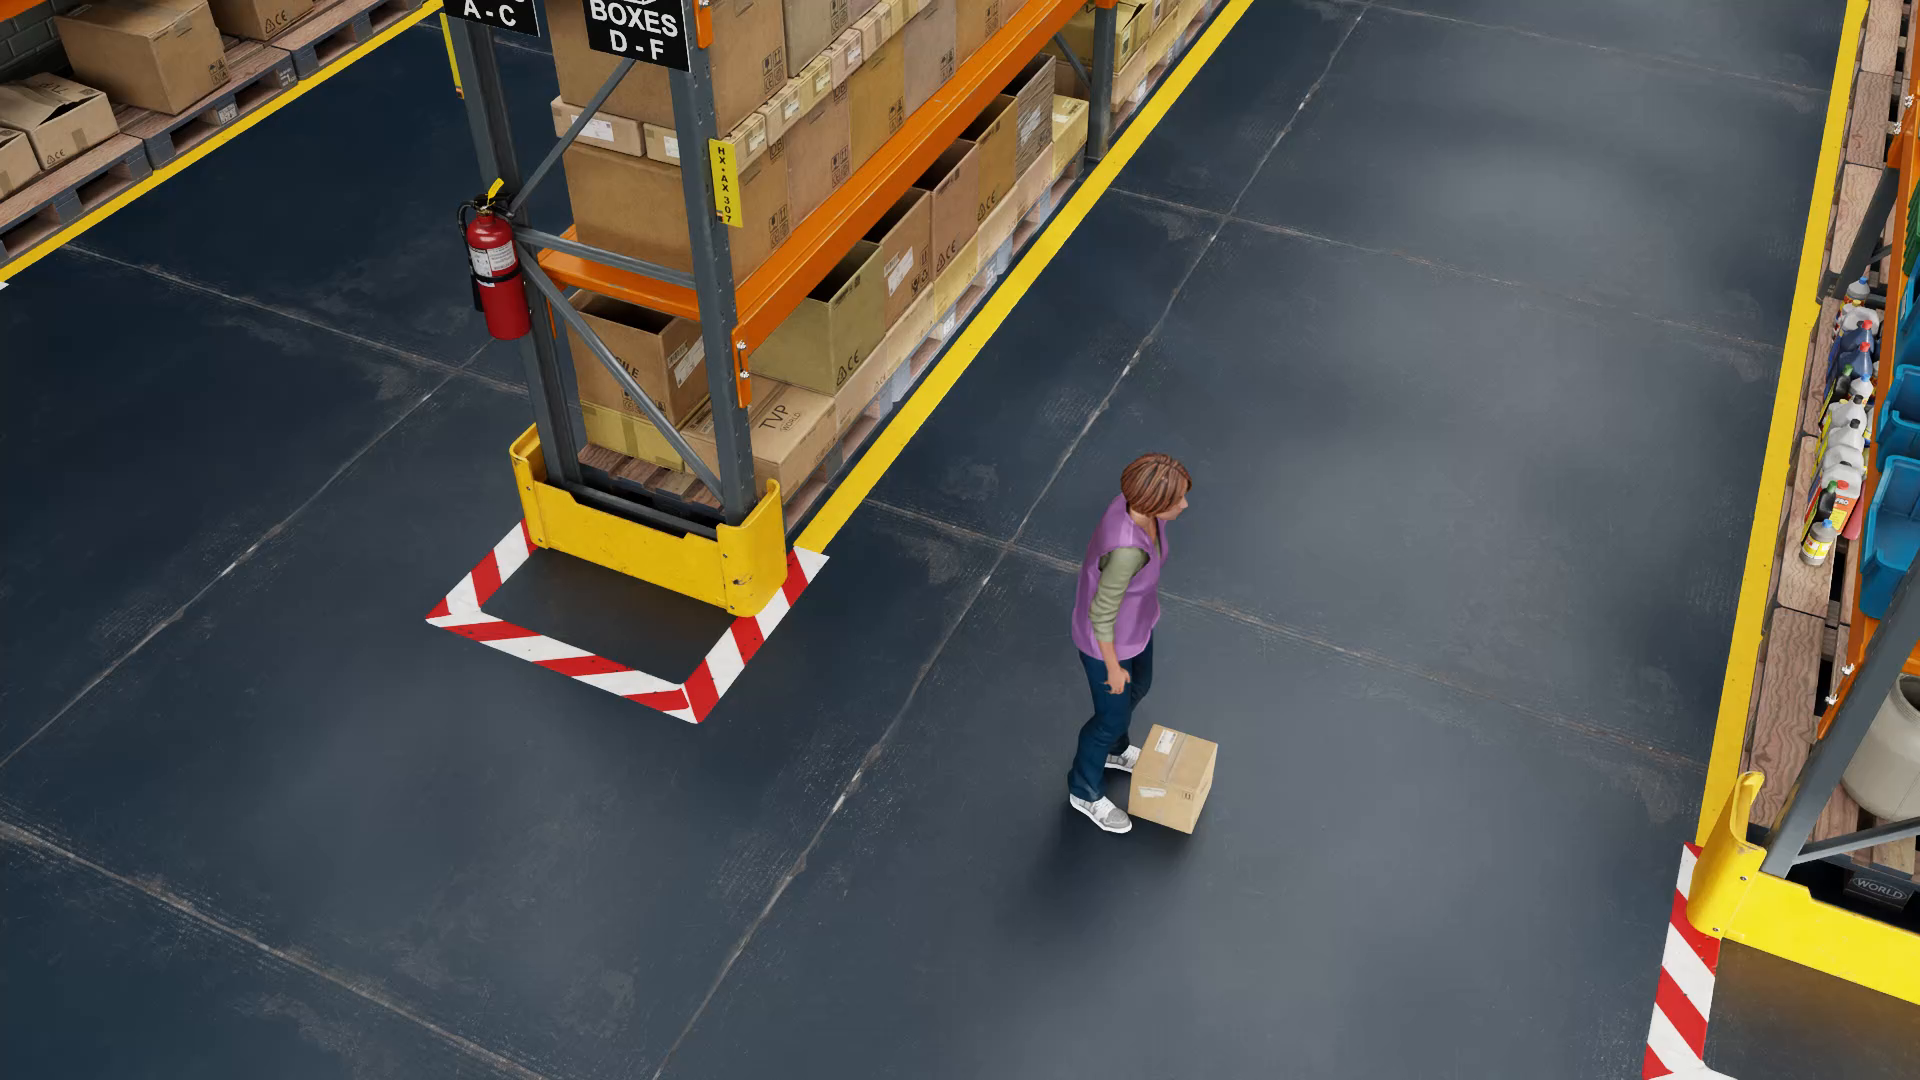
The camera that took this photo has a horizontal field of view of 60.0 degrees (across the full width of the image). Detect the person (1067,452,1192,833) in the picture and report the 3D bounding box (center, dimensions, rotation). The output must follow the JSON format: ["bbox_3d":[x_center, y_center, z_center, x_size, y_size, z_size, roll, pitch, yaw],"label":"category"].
[{"bbox_3d":[0.568,0.328,5.812,0.343,1.593,0.485,15,45,16],"label":"person"}]
